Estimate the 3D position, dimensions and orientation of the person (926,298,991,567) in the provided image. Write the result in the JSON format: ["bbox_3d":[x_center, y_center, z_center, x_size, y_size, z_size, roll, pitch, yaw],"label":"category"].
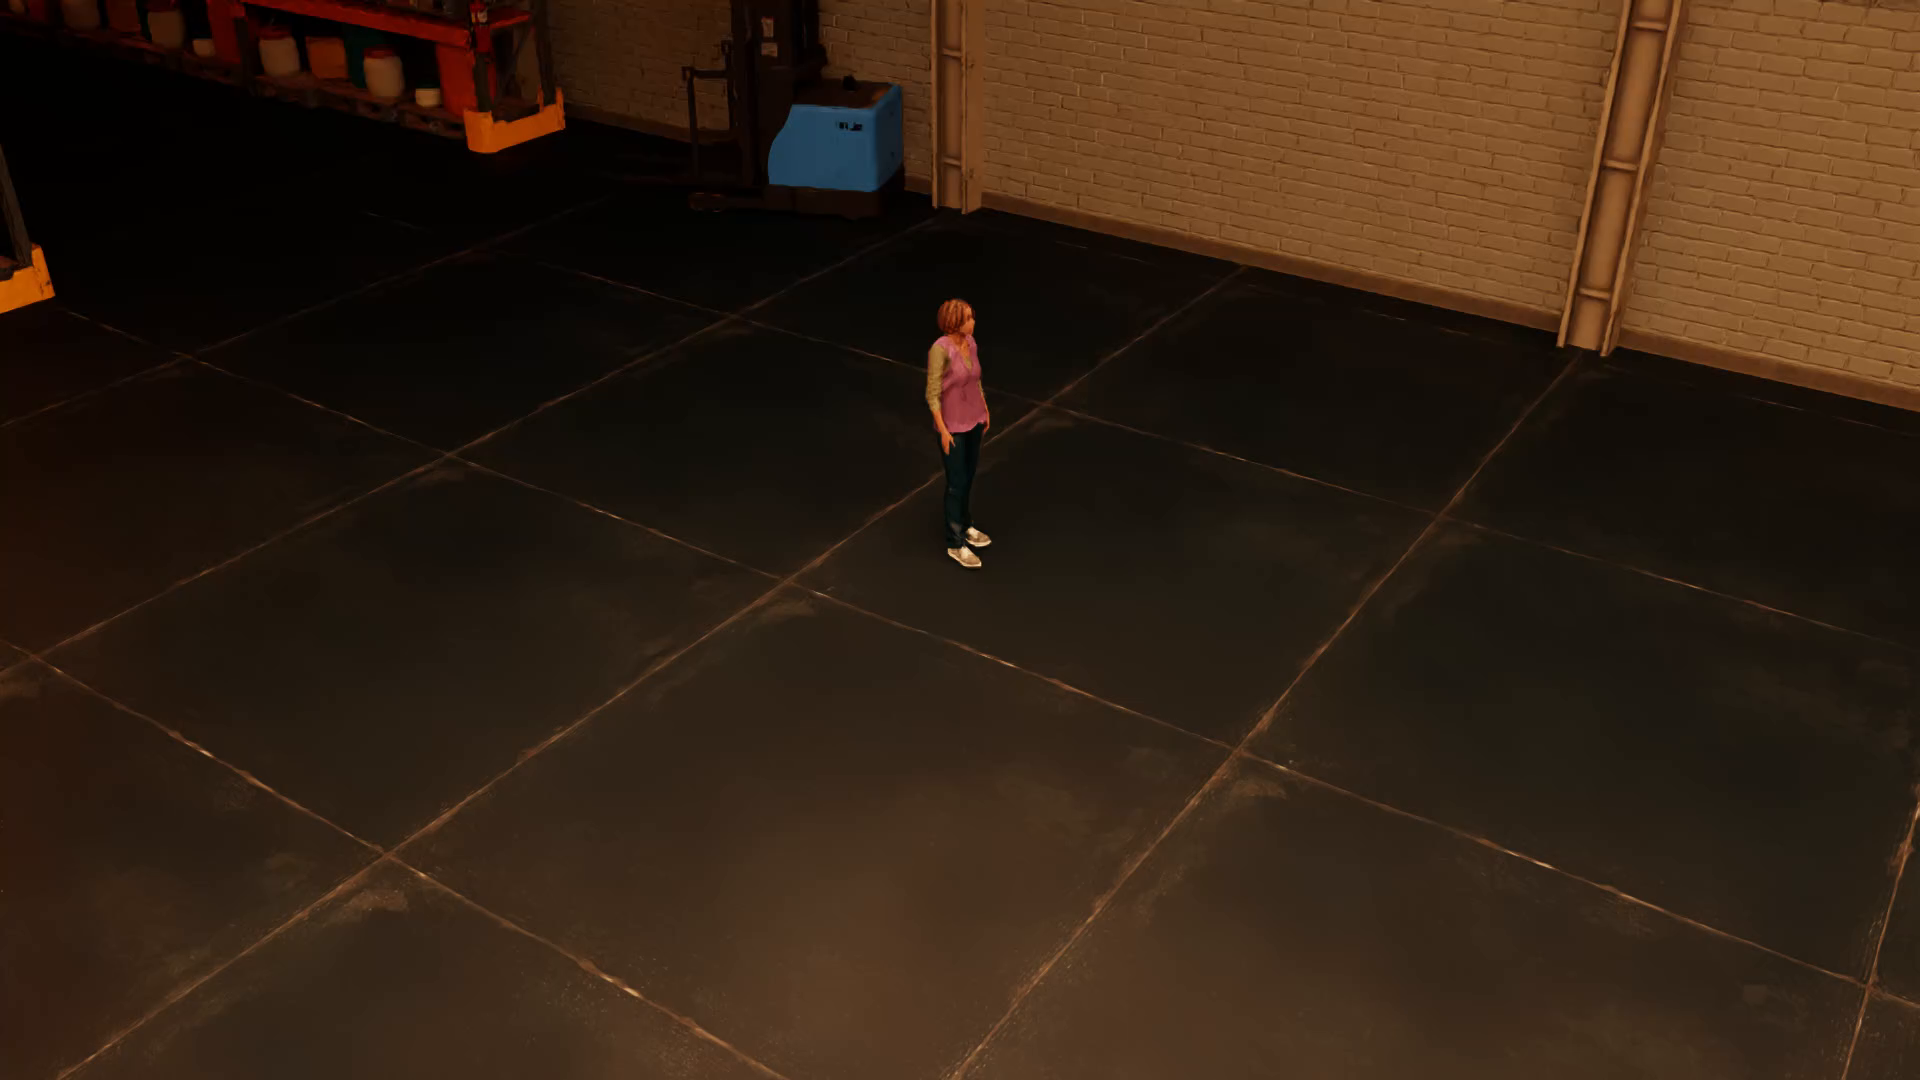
[{"bbox_3d":[0.054,-0.670,10.050,0.474,1.597,0.520,19,35,29],"label":"person"}]

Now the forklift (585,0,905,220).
[{"bbox_3d":[-2.117,-4.654,15.596,3.031,2.935,1.130,7,31,12],"label":"forklift"}]
